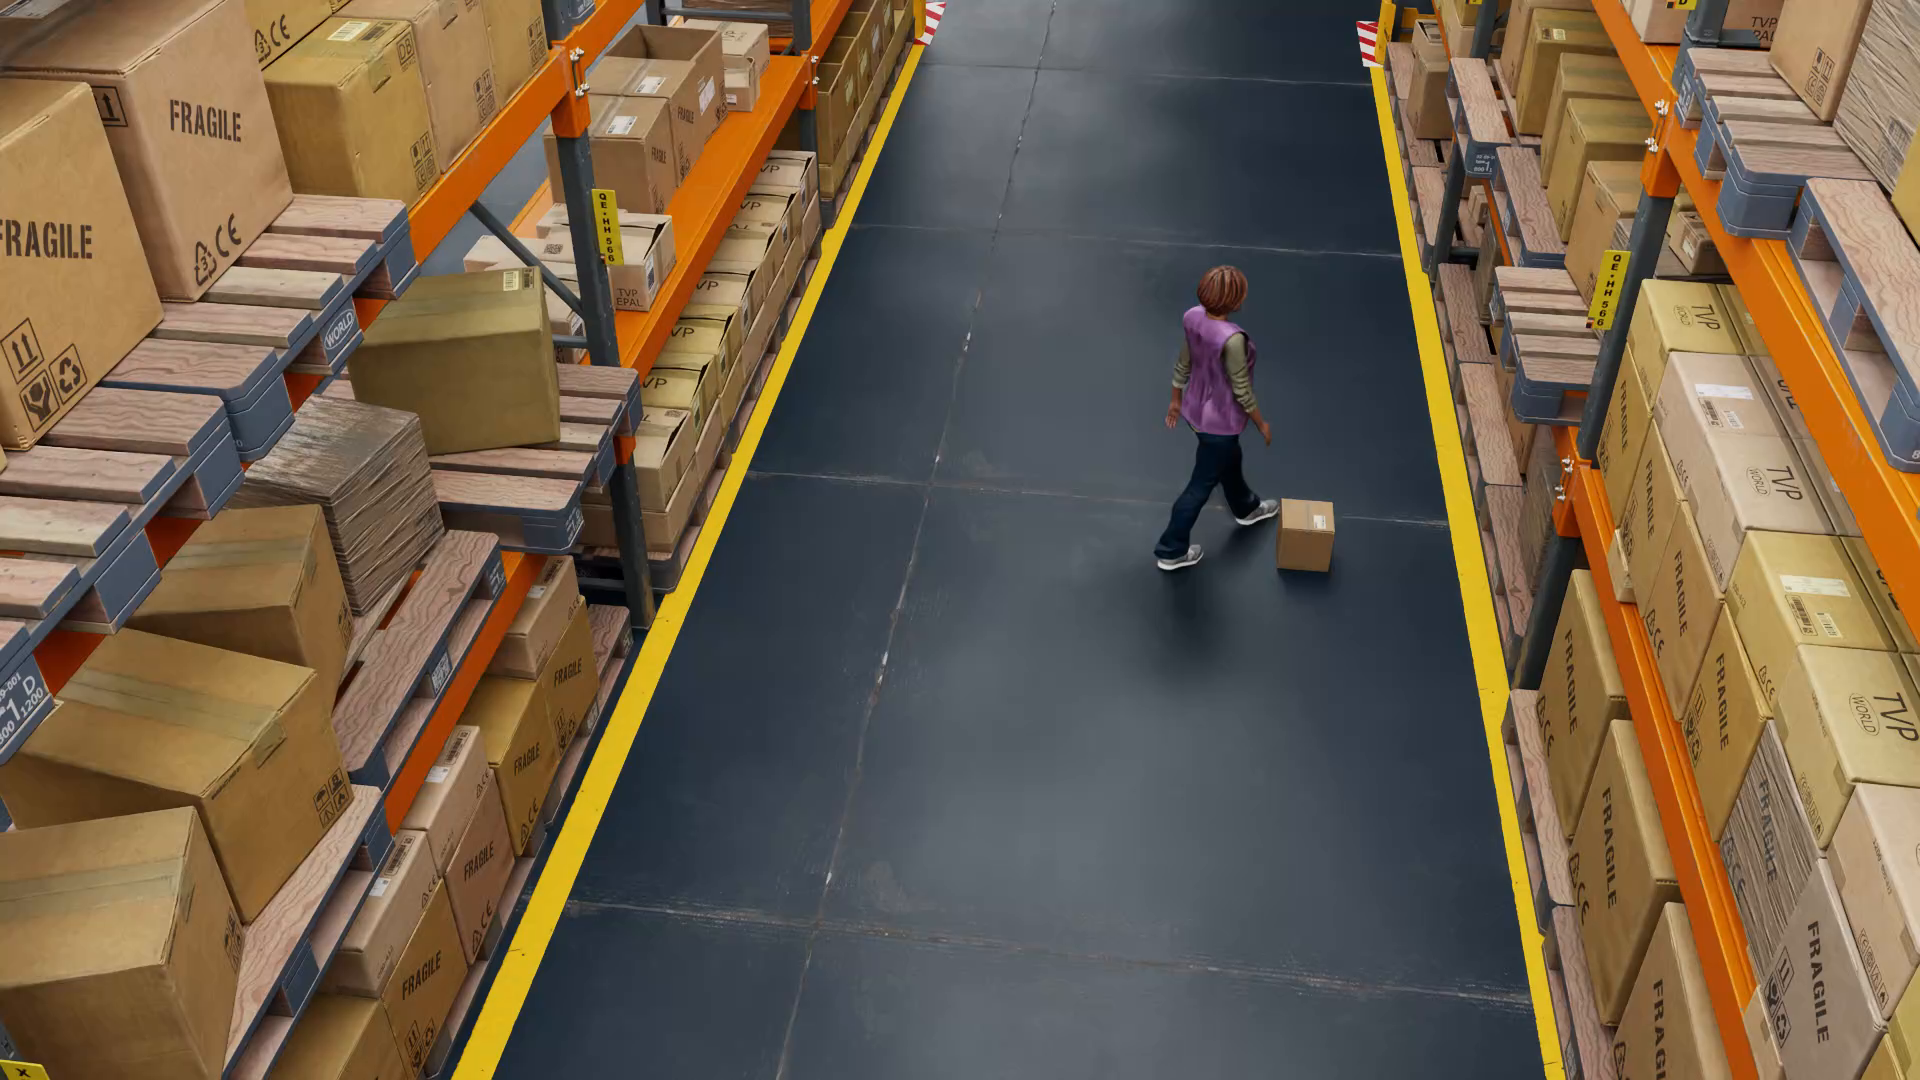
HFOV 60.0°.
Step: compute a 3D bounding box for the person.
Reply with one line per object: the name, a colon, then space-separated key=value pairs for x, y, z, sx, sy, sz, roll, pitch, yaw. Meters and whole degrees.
person: x=1.308 y=-0.595 z=7.847 sx=0.808 sy=1.576 sz=0.461 roll=-13 pitch=39 yaw=-17
